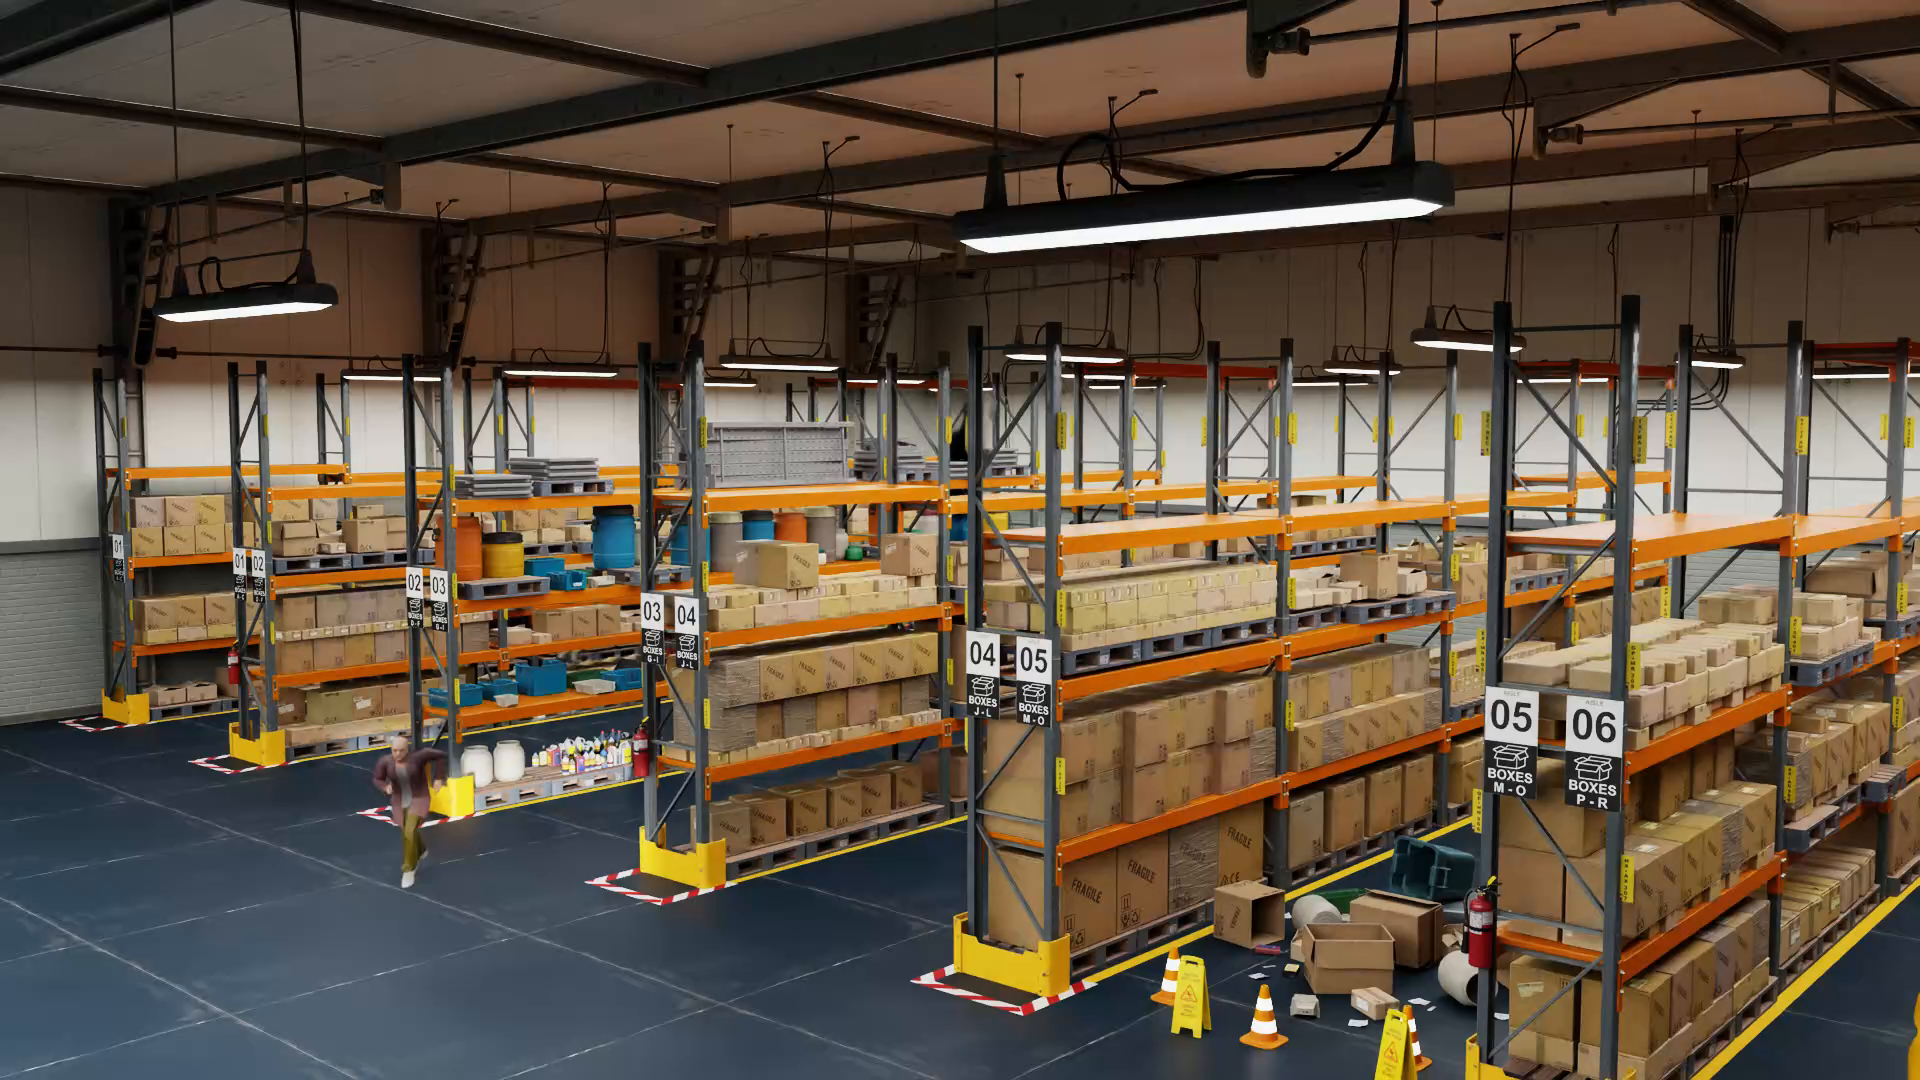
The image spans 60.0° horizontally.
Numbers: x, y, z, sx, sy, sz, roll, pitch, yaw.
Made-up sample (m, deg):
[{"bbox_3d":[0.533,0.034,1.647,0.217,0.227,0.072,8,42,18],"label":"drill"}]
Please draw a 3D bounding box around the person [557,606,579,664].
[{"bbox_3d":[-7.721,2.020,32.597,0.590,1.503,0.820,2,4,20],"label":"person"}]

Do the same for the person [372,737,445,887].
[{"bbox_3d":[-6.127,2.991,18.600,0.752,1.730,1.072,0,4,-3],"label":"person"}]
